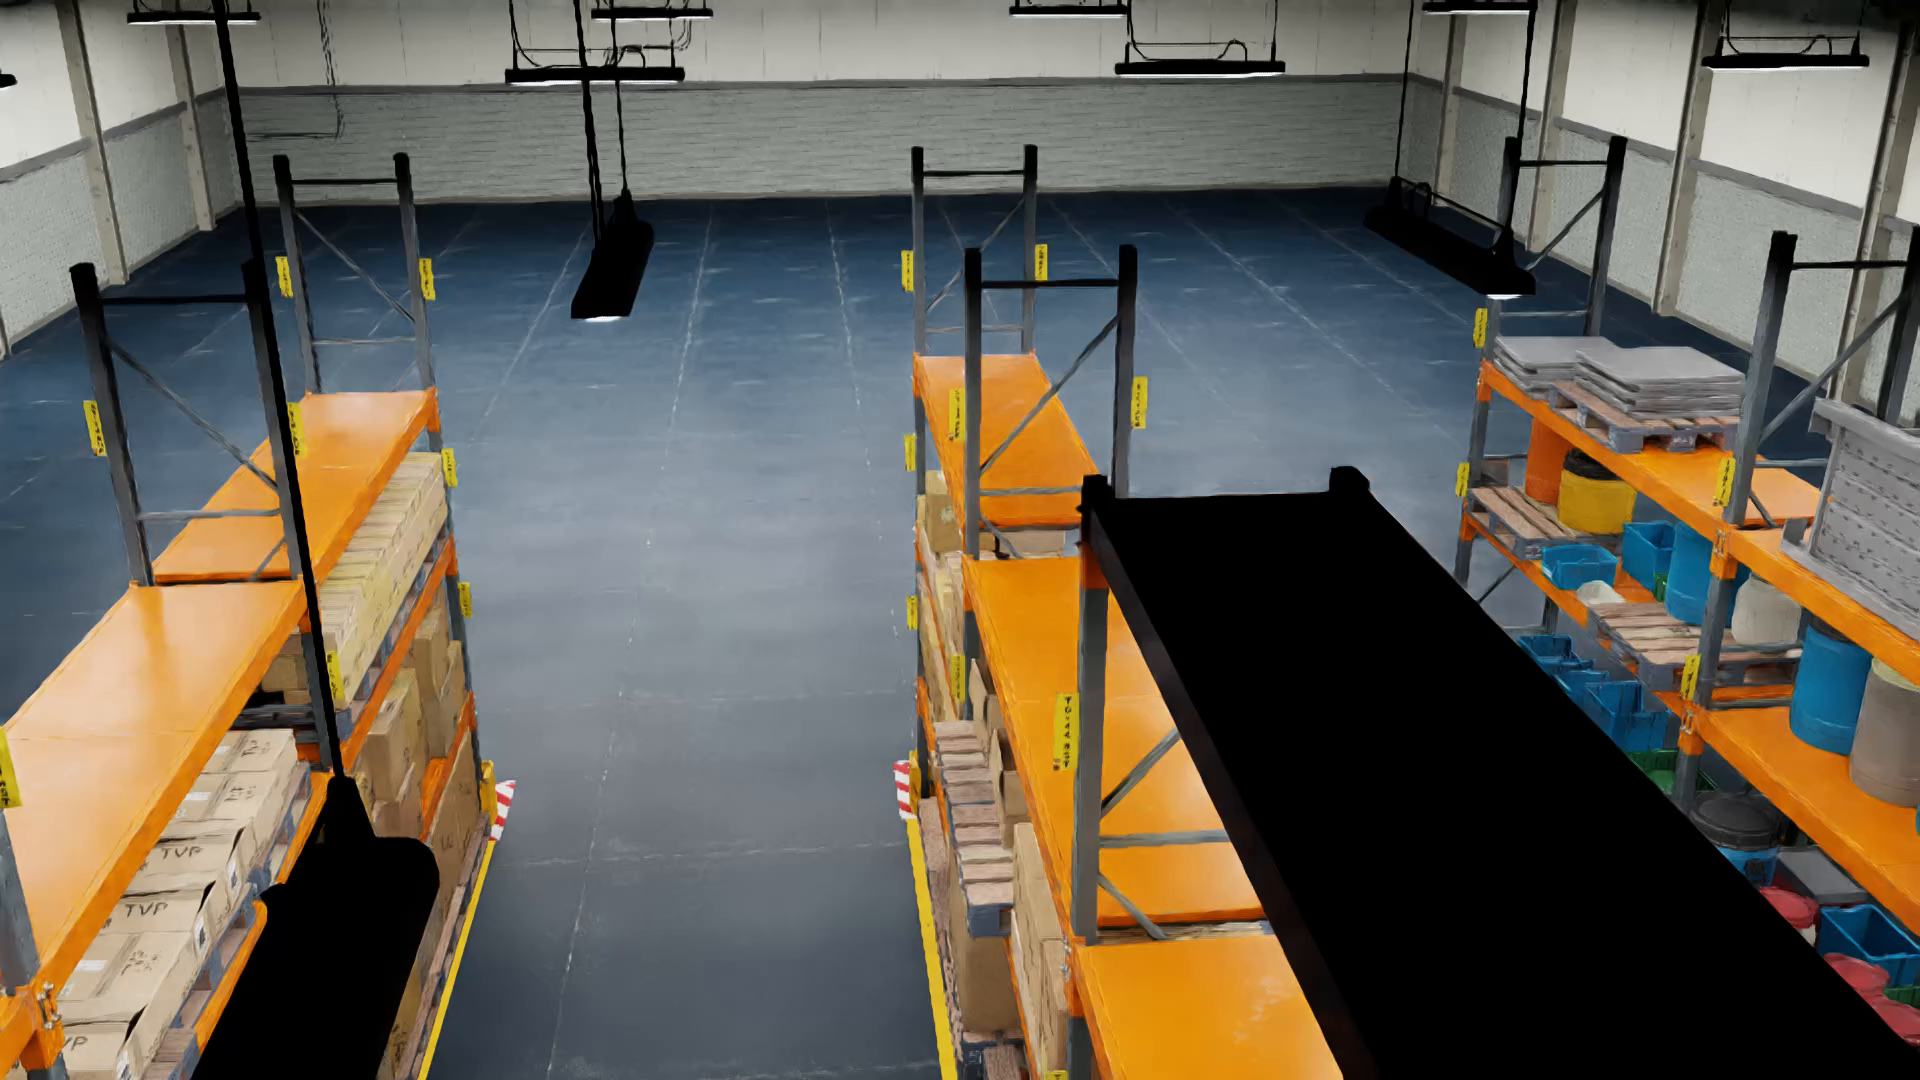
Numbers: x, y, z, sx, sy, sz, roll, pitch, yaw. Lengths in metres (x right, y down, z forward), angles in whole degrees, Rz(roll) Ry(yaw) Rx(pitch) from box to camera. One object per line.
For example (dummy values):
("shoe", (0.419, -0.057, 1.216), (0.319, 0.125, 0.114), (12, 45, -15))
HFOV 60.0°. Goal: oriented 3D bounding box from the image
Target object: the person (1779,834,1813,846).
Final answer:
("person", (7.690, 1.983, 14.270), (0.686, 1.716, 0.829), (-9, 23, -22))
